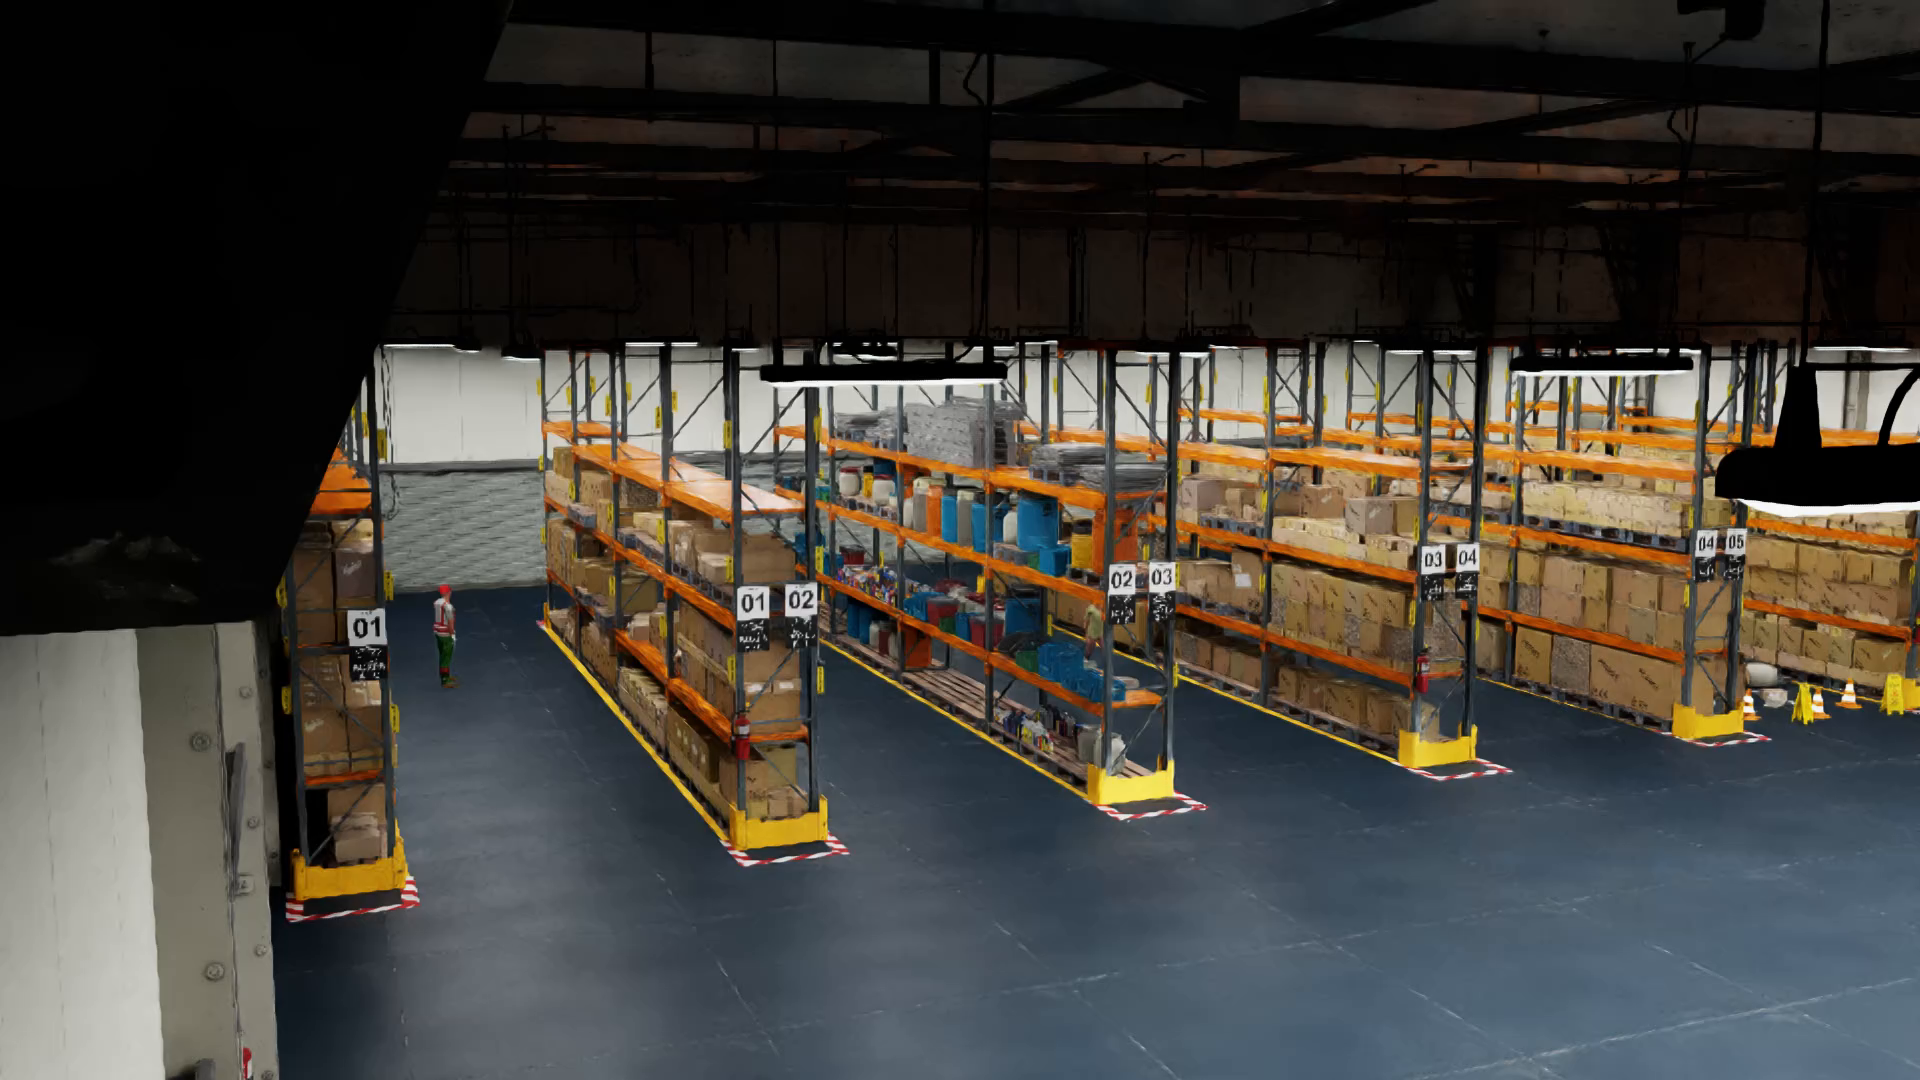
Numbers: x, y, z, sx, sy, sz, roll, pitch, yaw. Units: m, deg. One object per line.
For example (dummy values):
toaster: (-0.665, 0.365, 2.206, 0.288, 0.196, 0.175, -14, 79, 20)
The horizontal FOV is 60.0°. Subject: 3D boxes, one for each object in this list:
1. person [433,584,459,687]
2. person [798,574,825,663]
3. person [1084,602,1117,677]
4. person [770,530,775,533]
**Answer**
person: (-8.957, 1.646, 29.088, 0.468, 1.792, 0.625, -7, 10, -42)
person: (-2.898, 1.448, 31.085, 0.542, 1.672, 1.126, -3, 8, -19)
person: (2.430, 1.680, 29.643, 0.448, 1.586, 1.110, -3, 8, -20)
person: (-4.088, 0.595, 37.832, 0.615, 1.663, 0.566, 6, 9, 38)
